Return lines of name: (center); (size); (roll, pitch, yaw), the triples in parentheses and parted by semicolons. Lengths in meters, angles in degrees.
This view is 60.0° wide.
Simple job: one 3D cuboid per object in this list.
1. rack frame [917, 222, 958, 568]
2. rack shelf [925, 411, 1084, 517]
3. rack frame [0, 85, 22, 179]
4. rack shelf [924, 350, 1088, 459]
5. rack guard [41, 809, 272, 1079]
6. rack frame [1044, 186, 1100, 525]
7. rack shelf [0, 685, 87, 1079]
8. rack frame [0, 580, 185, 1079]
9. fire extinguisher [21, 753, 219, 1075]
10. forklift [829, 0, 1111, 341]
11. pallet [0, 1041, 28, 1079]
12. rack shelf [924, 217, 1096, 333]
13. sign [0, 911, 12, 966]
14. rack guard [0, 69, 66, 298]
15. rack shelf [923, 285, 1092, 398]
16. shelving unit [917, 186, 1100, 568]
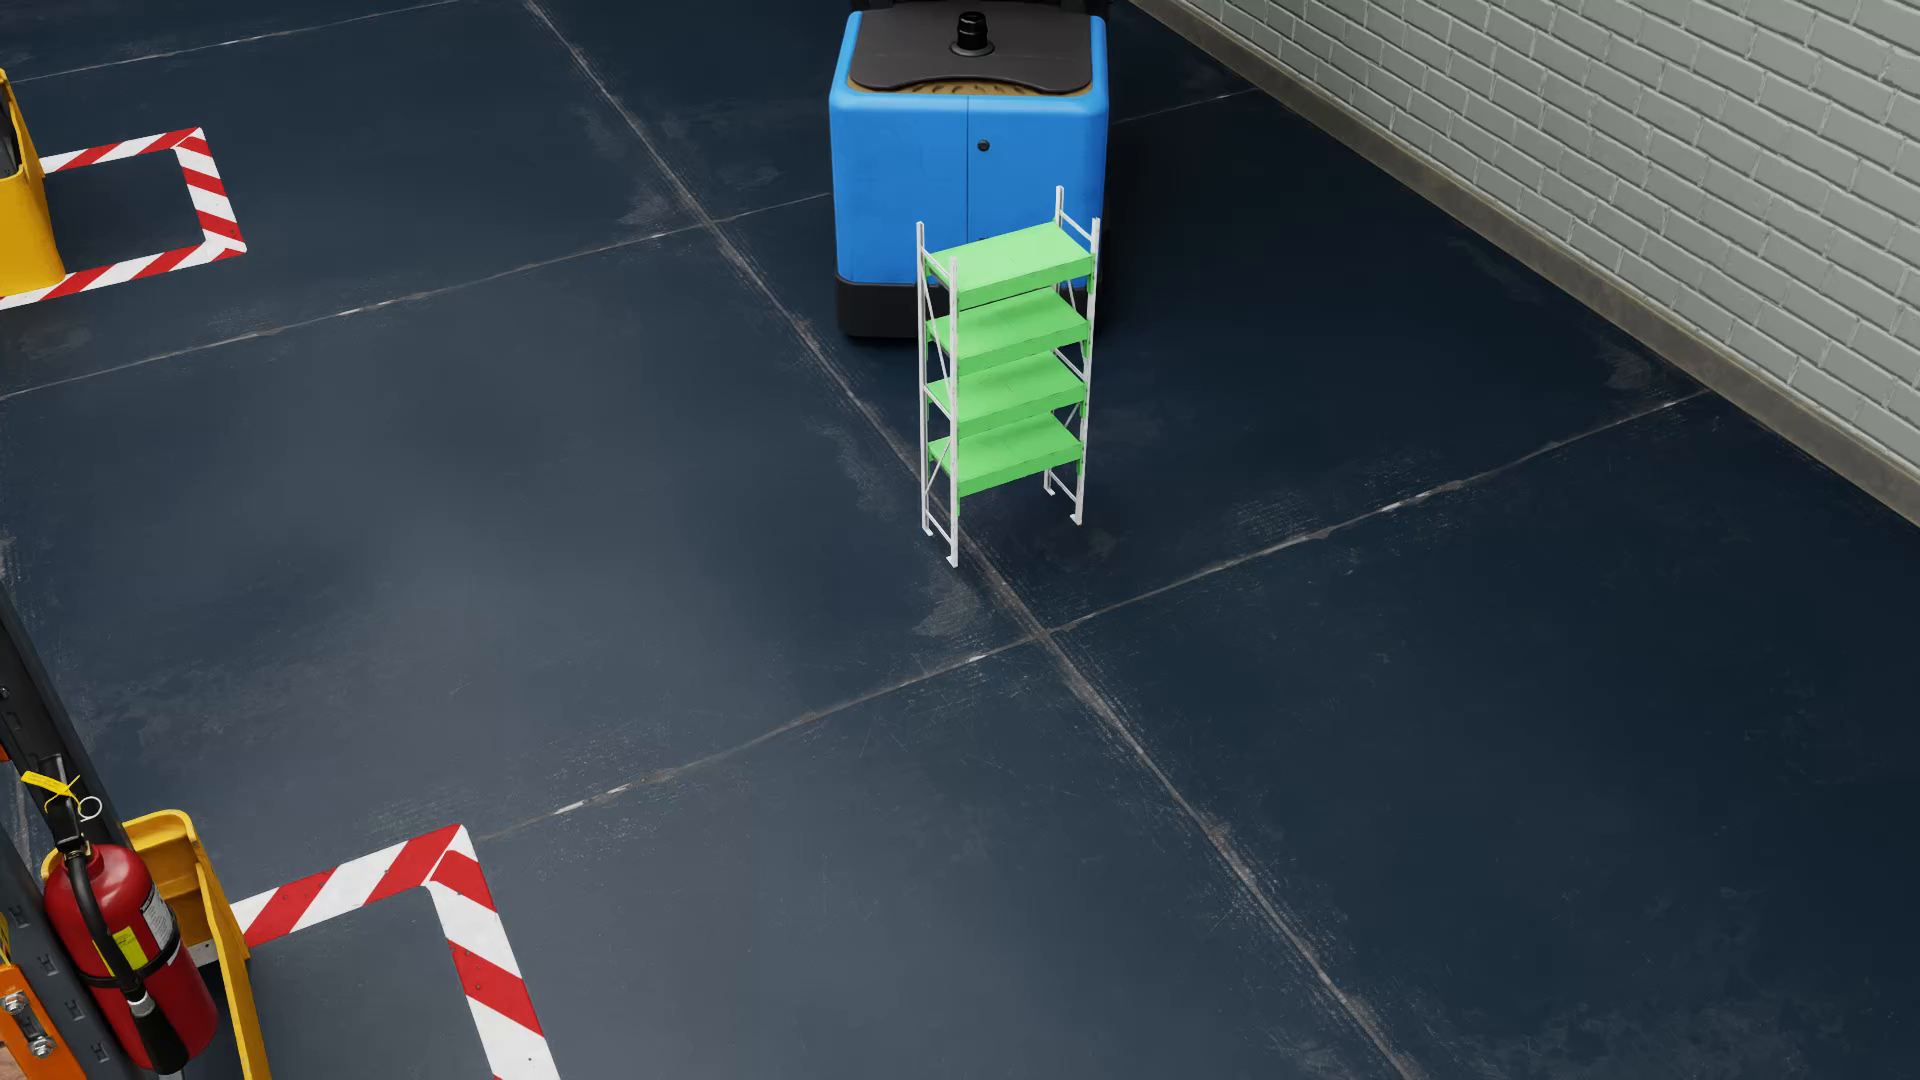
rack frame: (-0.070, -0.435, 5.335); (0.015, 1.200, 0.240); (-19, 44, -21)
rack shelf: (0.147, -0.275, 5.617); (0.480, 0.148, 0.258); (-19, 44, -21)
rack frame: (-4.134, -2.540, 6.429); (0.127, 3.000, 1.000); (-19, 44, -21)
rack shelf: (0.147, -0.459, 5.462); (0.480, 0.148, 0.258); (-19, 44, -21)
rack guard: (-1.834, 1.239, 3.899); (0.348, 0.500, 1.175); (-19, 44, -21)
rack frame: (0.363, -0.580, 5.507); (0.015, 1.200, 0.240); (-19, 44, -21)
rack shelf: (-3.623, 1.171, 2.602); (4.000, 0.370, 1.077); (-19, 44, -21)
rack frame: (-1.849, 0.299, 3.075); (0.127, 3.000, 1.000); (-19, 44, -21)
fire extinguisher: (-1.505, 0.687, 2.966); (0.183, 0.674, 0.296); (-19, 44, -21)
forklift: (0.098, -2.833, 6.829); (1.130, 2.935, 3.031); (2, 40, 2)
pallet: (-2.598, 1.588, 3.711); (1.213, 0.211, 1.003); (-19, 44, -21)
rack shelf: (0.147, -0.825, 5.152); (0.480, 0.148, 0.258); (-19, 44, -21)
sign: (-1.580, 0.547, 2.655); (0.005, 0.325, 0.100); (-19, 44, -21)
rack guard: (-4.201, -1.563, 7.210); (0.348, 0.500, 1.175); (-19, 44, -21)
rack shelf: (0.147, -0.642, 5.307); (0.480, 0.148, 0.258); (-19, 44, -21)
shelving unit: (0.147, -0.507, 5.421); (0.503, 1.200, 0.258); (-19, 44, -21)
